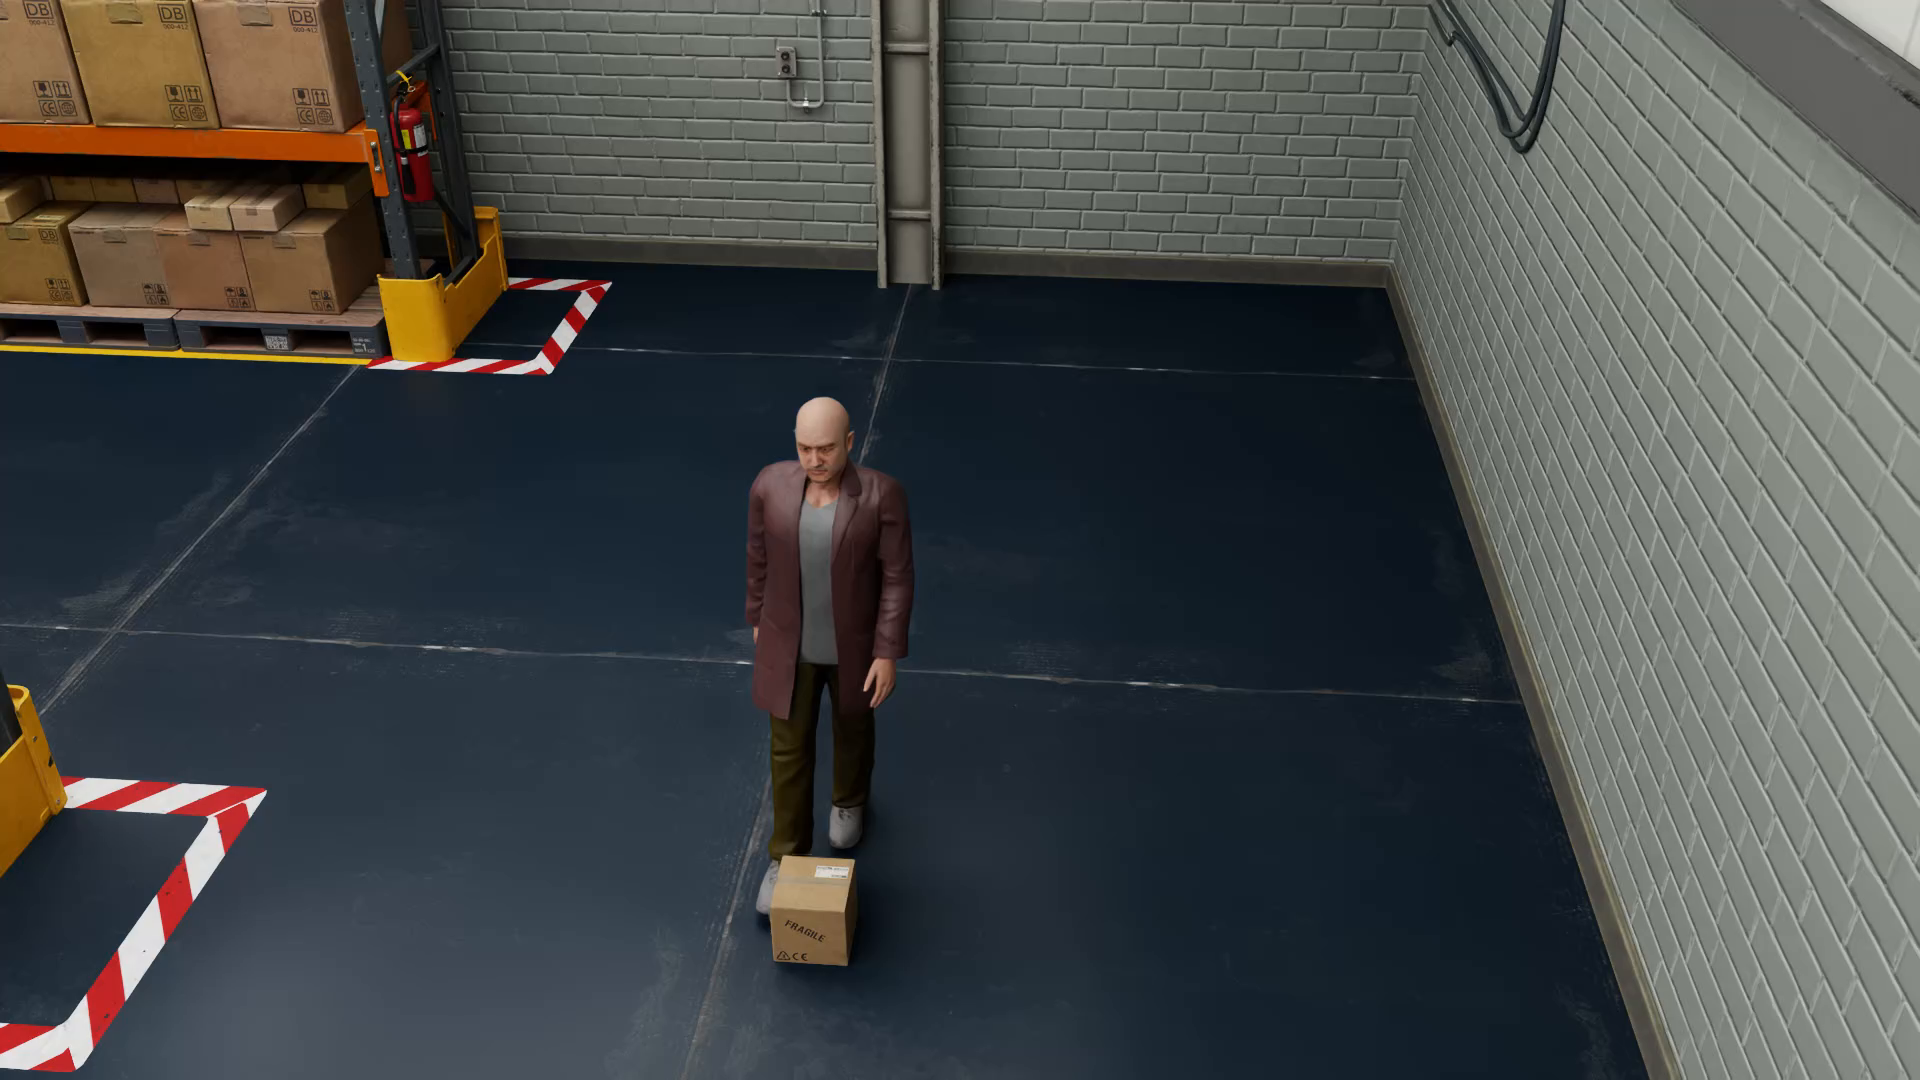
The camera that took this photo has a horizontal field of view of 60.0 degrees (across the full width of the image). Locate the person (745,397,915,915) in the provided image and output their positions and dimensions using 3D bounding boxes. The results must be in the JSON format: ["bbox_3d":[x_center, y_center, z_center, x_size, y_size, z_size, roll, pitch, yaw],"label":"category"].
[{"bbox_3d":[-0.450,0.373,5.526,0.593,1.773,0.731,2,32,4],"label":"person"}]
